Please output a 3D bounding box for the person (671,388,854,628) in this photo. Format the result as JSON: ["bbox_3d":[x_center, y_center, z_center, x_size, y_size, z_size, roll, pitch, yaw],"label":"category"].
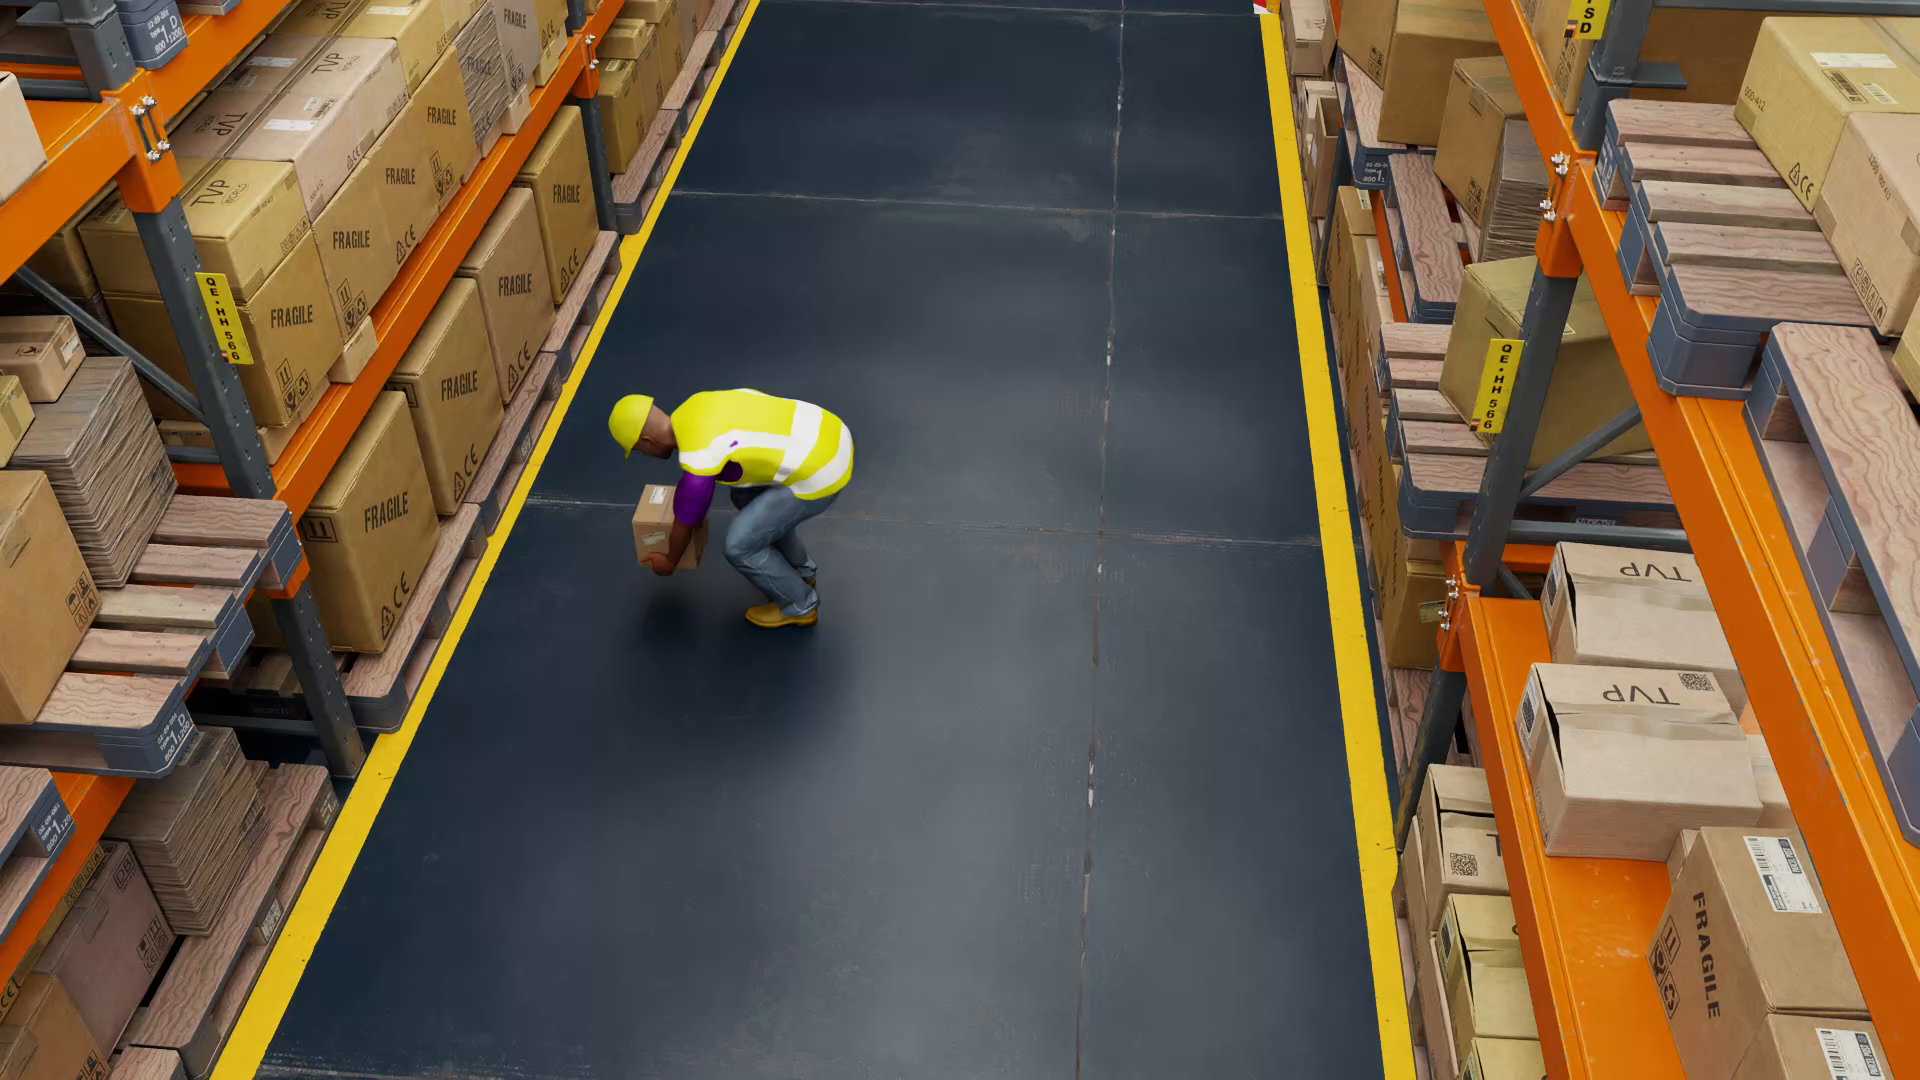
[{"bbox_3d":[7.468,2.431,2.106,17.629,3.195,10.447,1,40,2],"label":"person"}]
